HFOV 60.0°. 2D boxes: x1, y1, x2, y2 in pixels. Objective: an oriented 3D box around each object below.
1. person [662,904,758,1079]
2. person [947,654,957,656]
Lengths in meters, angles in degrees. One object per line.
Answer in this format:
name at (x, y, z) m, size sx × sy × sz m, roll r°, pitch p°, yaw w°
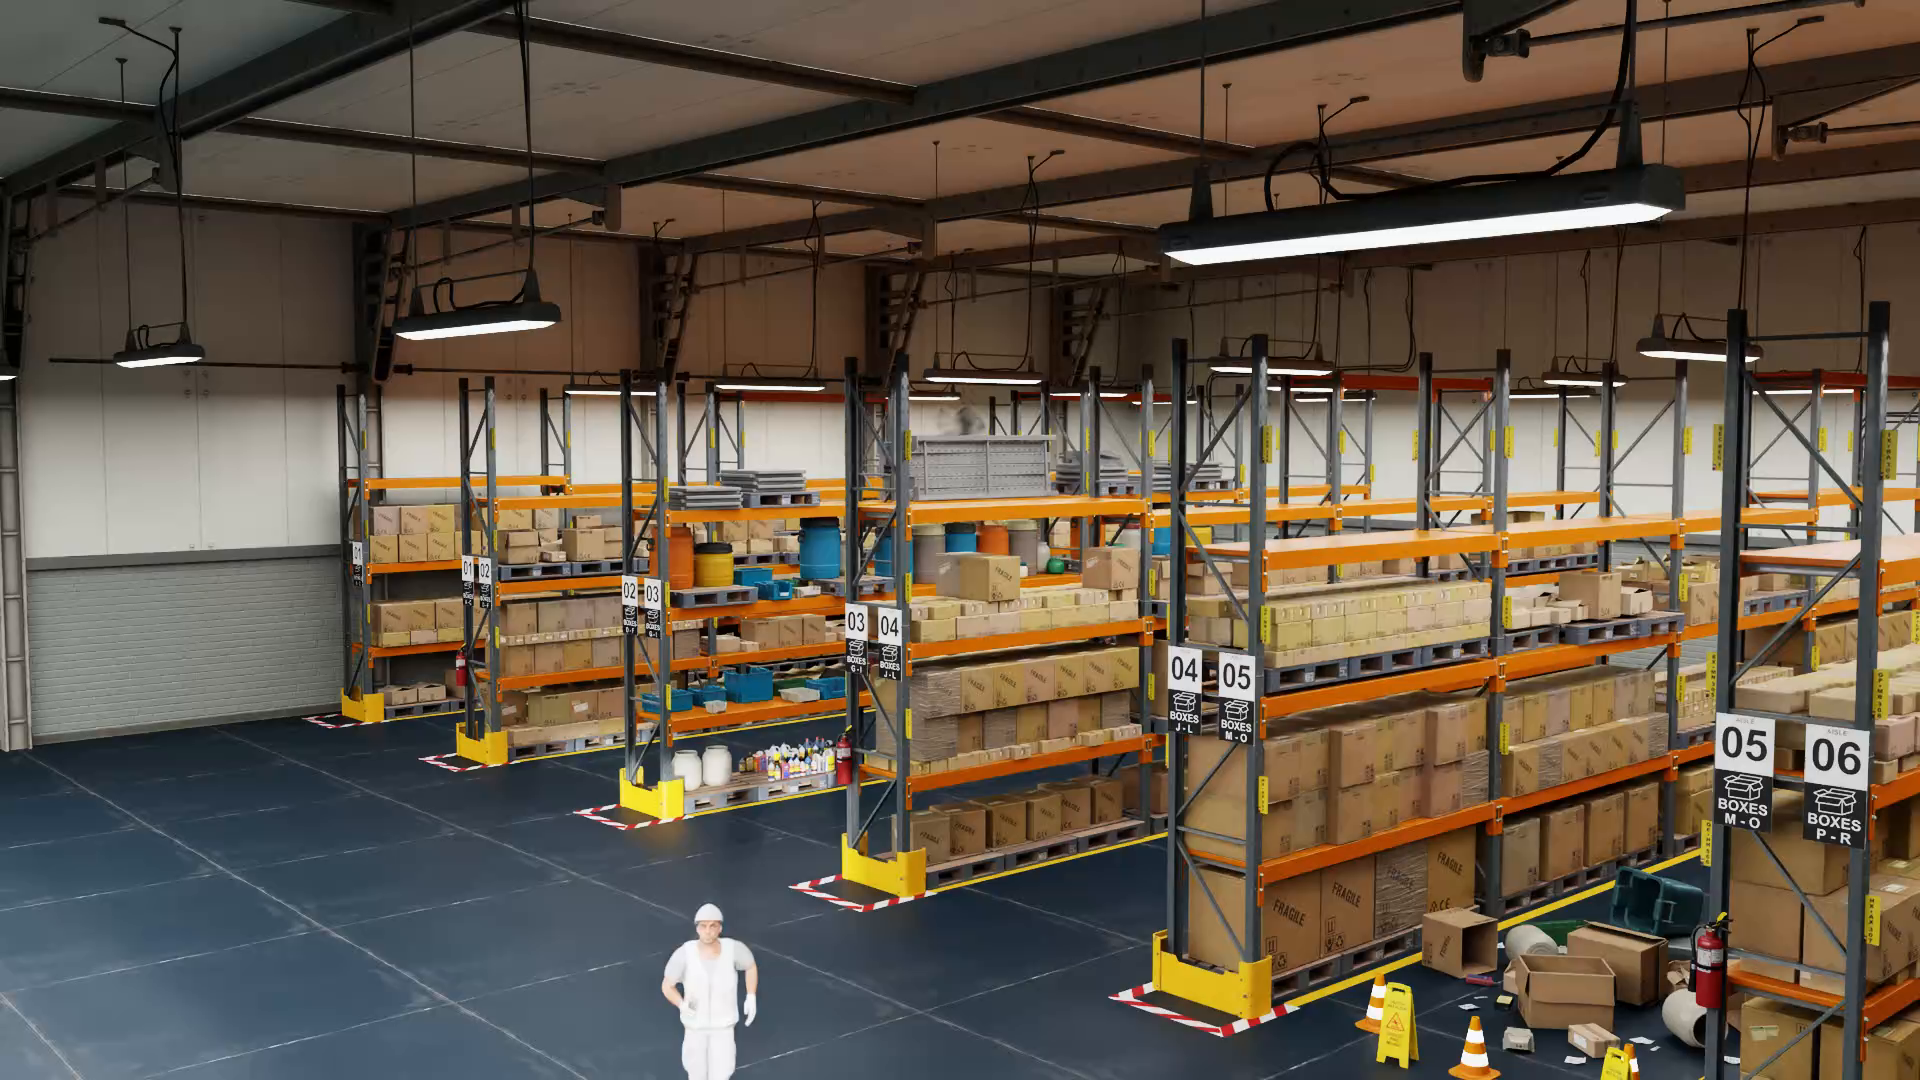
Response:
person at (-1.789, 3.483, 11.931) m, size 0.685 × 1.801 × 0.872 m, roll 0°, pitch 4°, yaw -8°
person at (-0.162, 2.068, 29.122) m, size 0.685 × 1.862 × 0.797 m, roll 3°, pitch 5°, yaw 38°
